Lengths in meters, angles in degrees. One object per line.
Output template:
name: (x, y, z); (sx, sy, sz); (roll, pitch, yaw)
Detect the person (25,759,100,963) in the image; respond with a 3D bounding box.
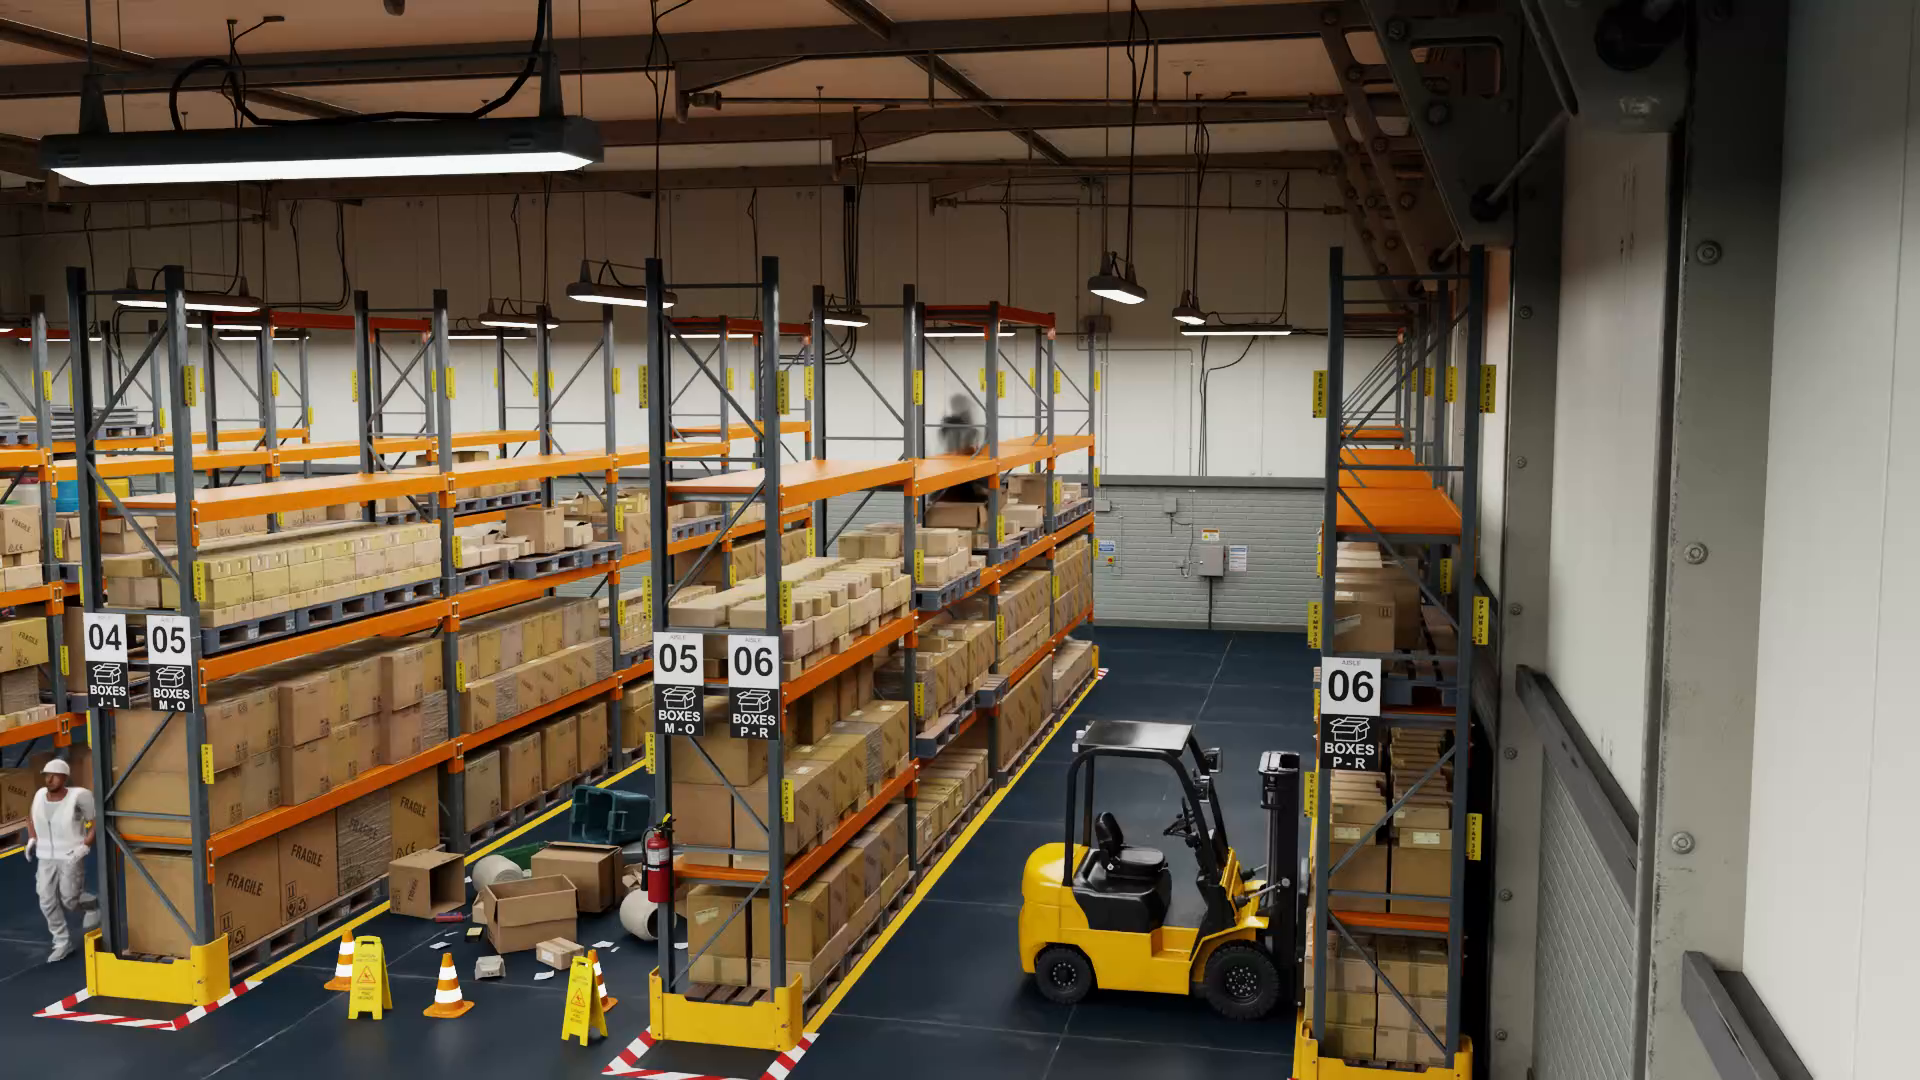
person: (-7.980, 2.804, 14.845); (0.686, 1.760, 0.752); (0, 6, 1)

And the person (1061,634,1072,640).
person: (1.806, 1.377, 29.600); (0.670, 1.698, 0.656); (2, 6, 17)
